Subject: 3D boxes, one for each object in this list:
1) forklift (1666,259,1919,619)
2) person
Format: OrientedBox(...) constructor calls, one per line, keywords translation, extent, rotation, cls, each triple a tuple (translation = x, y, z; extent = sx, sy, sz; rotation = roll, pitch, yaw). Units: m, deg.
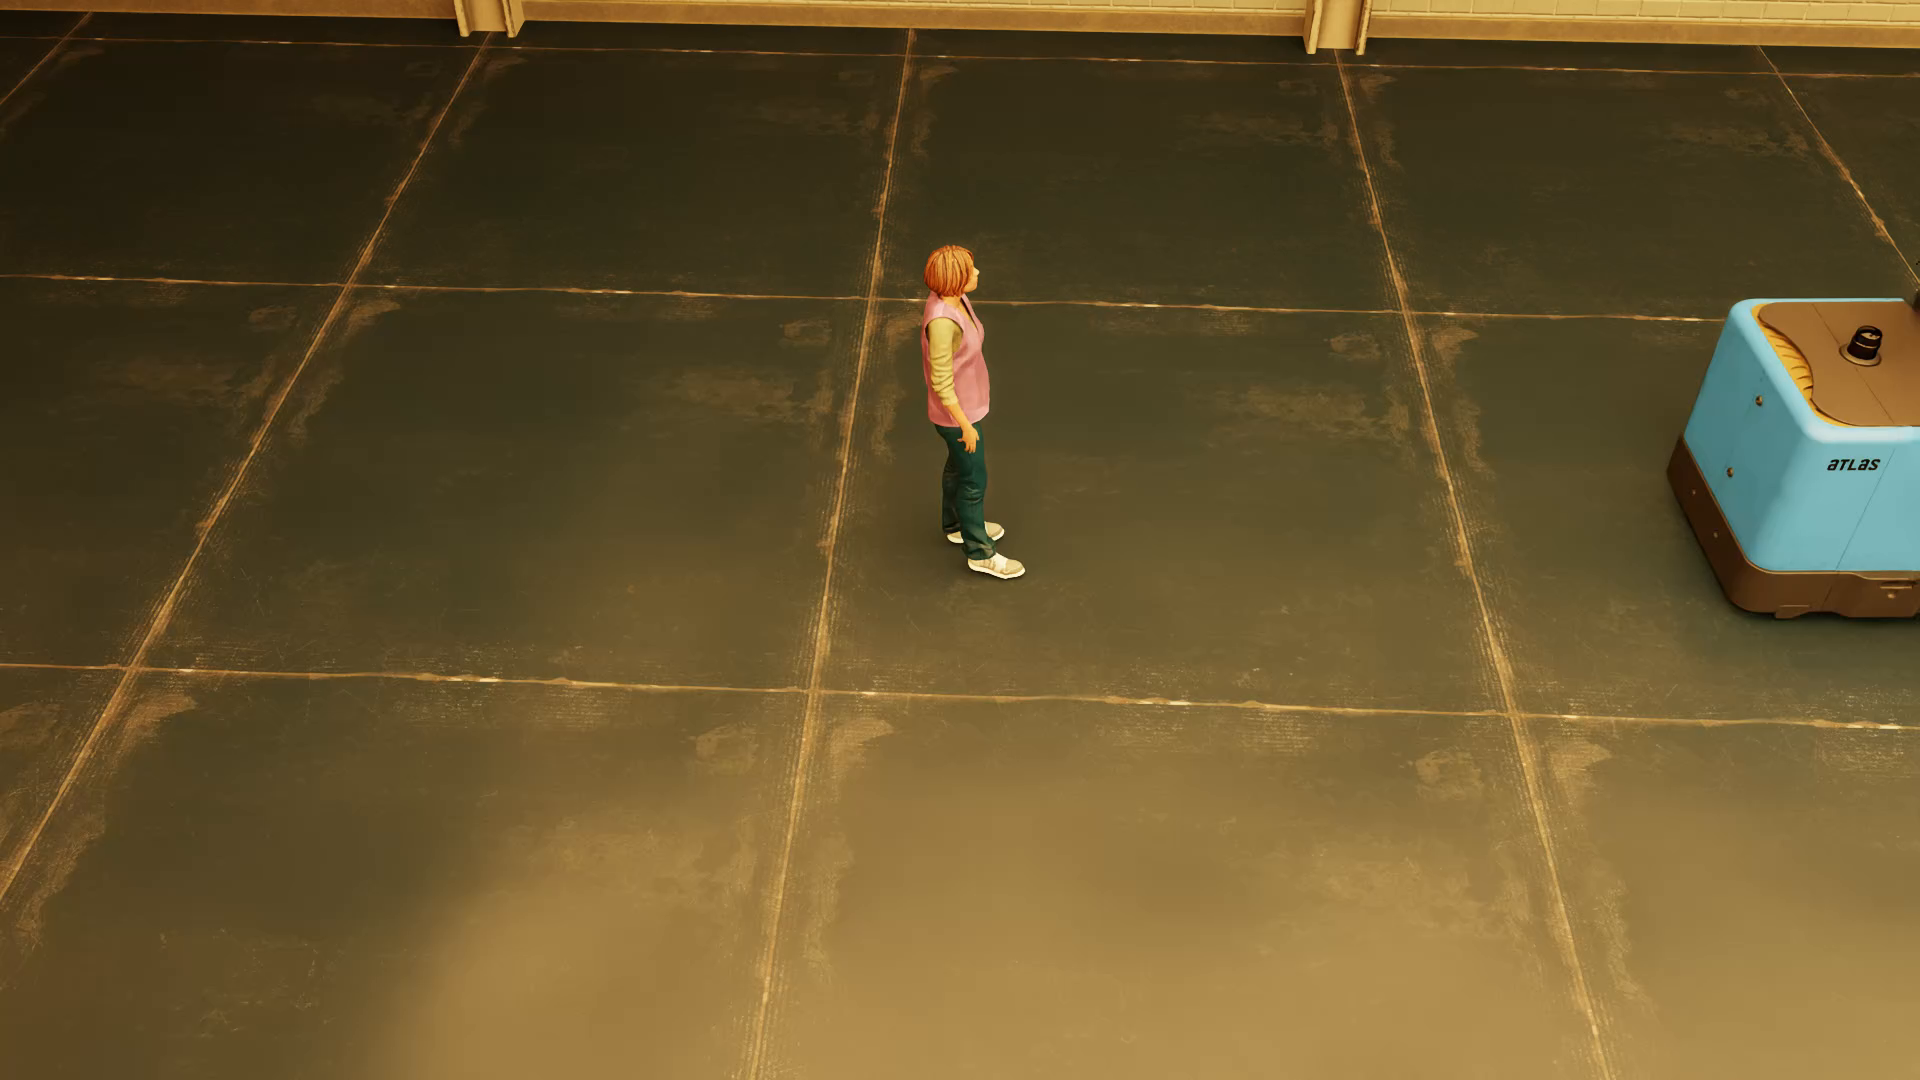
OrientedBox(translation=(4.985, -1.069, 6.913), extent=(3.031, 2.935, 1.130), rotation=(0, 42, 0), cls="forklift")
OrientedBox(translation=(0.073, -0.577, 7.366), extent=(0.476, 1.578, 0.520), rotation=(2, 42, 2), cls="person")
